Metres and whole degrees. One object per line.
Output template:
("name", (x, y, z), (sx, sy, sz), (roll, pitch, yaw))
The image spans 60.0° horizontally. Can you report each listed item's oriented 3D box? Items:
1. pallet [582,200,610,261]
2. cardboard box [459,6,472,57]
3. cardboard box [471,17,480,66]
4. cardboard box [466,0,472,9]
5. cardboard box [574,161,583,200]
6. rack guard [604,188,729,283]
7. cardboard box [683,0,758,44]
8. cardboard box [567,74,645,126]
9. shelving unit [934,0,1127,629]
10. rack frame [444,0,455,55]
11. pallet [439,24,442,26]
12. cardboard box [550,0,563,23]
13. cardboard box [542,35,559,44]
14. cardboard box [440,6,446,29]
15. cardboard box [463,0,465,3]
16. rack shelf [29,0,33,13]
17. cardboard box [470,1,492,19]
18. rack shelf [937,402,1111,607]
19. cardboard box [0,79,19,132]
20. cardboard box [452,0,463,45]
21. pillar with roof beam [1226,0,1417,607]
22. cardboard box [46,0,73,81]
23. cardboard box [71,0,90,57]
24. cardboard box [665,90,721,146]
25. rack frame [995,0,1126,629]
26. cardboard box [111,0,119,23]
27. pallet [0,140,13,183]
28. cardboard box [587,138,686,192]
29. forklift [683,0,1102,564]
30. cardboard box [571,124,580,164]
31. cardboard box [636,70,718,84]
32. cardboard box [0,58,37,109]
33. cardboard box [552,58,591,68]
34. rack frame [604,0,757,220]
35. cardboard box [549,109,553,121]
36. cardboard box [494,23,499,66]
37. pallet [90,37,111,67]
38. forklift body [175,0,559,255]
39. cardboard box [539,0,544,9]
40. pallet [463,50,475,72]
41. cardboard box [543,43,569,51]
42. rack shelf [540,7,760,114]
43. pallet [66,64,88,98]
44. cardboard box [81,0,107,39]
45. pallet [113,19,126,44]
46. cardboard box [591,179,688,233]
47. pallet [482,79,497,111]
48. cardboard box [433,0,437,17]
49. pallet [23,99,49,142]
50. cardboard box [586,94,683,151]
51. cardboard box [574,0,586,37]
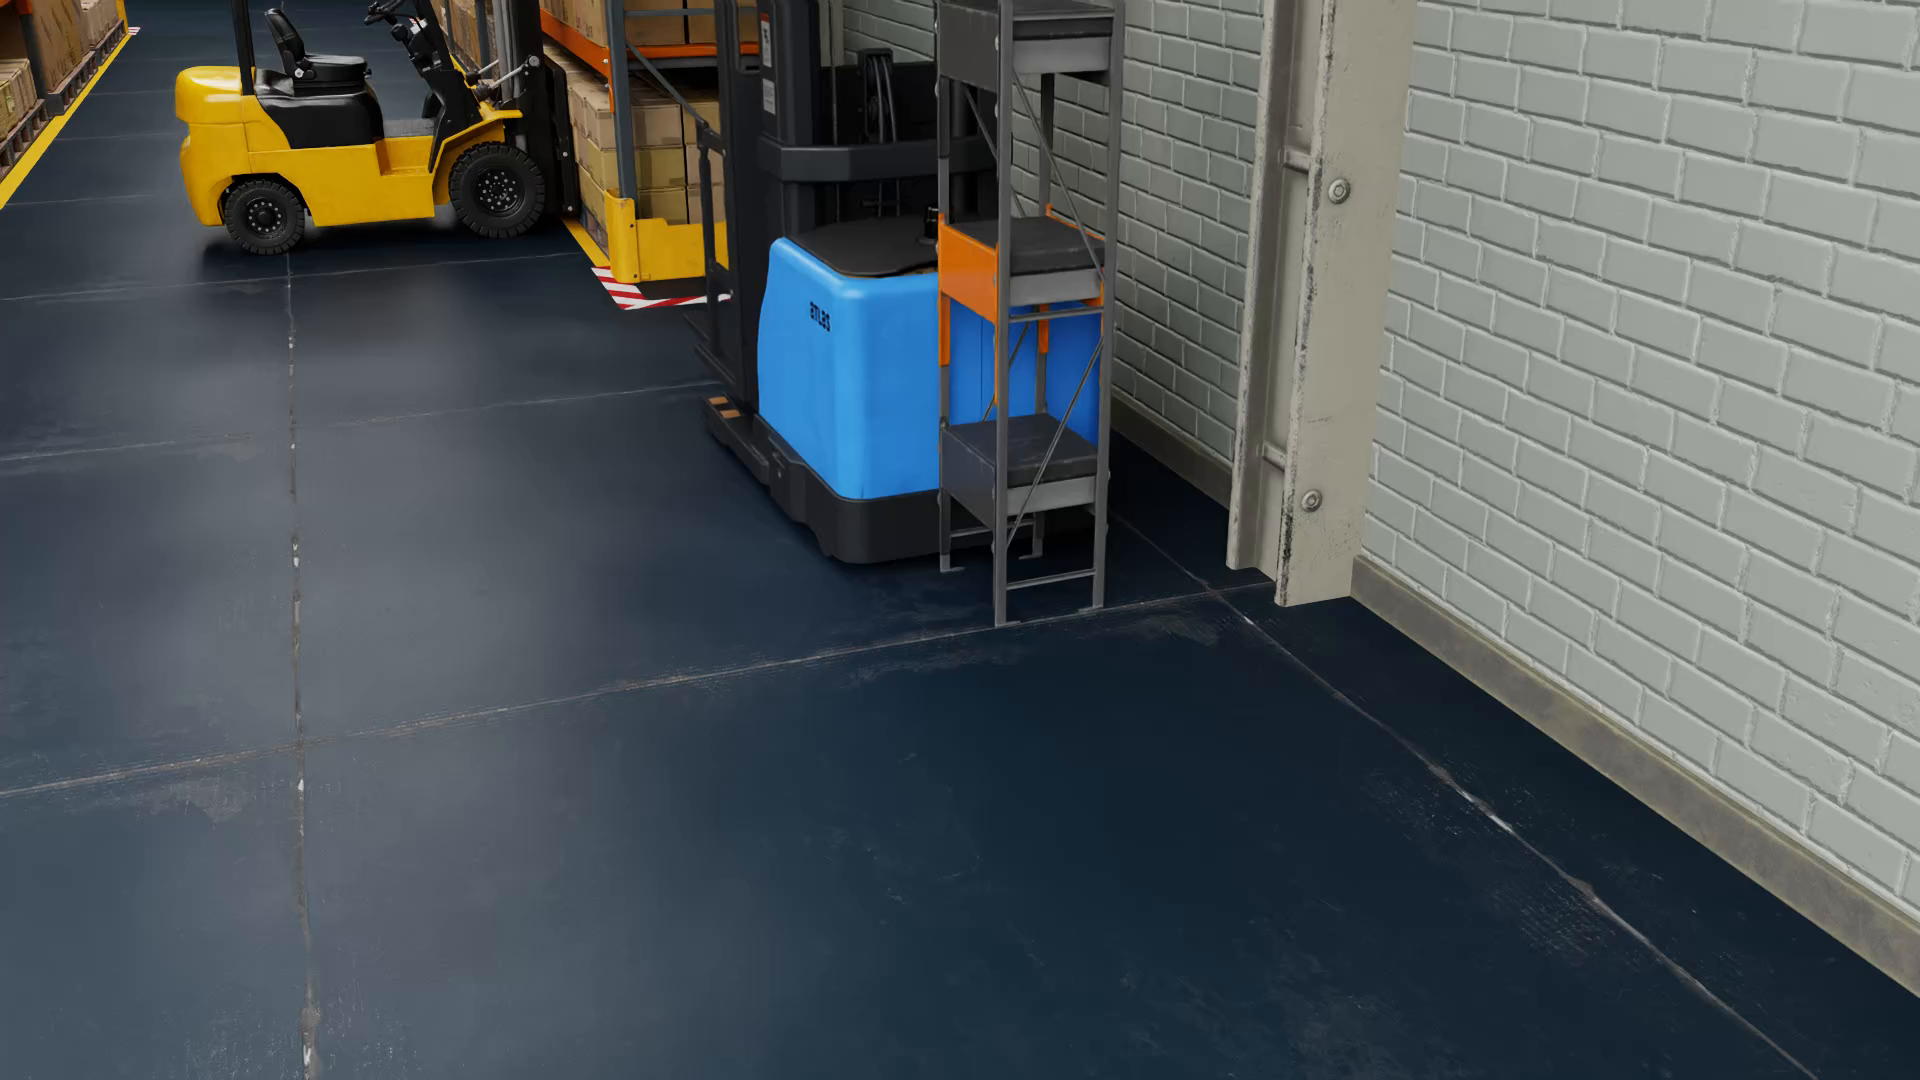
("pallet", (-1.848, -2.035, 10.807), (1.003, 0.211, 1.213), (-8, 24, -19))
("cardboard box", (-5.271, -5.680, 18.542), (0.500, 0.500, 0.500), (-9, 25, -21))
("cardboard box", (-4.883, -5.304, 17.650), (0.500, 0.500, 0.500), (-9, 24, -20))
("cardboard box", (-5.219, -5.926, 18.290), (0.380, 0.149, 0.250), (-10, 25, -22))
("cardboard box", (-2.336, -2.467, 11.241), (0.500, 0.250, 0.500), (-8, 24, -18))
("rack guard", (-1.531, -1.888, 10.085), (1.175, 0.500, 0.348), (-8, 24, -19))
("cardboard box", (-1.454, -3.312, 10.118), (0.500, 0.500, 0.500), (-8, 24, -17))
("cardboard box", (-2.367, -2.927, 11.044), (0.500, 0.250, 0.500), (-8, 24, -18))
("shelving unit", (0.209, -0.790, 5.422), (0.431, 2.100, 0.503), (-9, 25, -21))
("rack frame", (-5.778, -7.408, 19.965), (1.000, 3.000, 0.127), (-8, 24, -19))
("pallet", (-6.455, -6.817, 22.152), (1.003, 0.211, 1.213), (-8, 24, -19))
("cardboard box", (-2.502, -3.794, 11.261), (0.500, 0.500, 0.500), (-8, 24, -19))
("cardboard box", (-3.414, -4.072, 14.566), (0.875, 0.625, 0.625), (-9, 24, -20))
("cardboard box", (-6.376, -6.634, 21.107), (0.396, 0.266, 0.258), (-7, 24, -17))
("cardboard box", (-5.466, -6.207, 18.956), (0.380, 0.149, 0.250), (-8, 24, -19))
("rack shelf", (-9.714, -5.668, 16.761), (1.077, 0.370, 4.000), (-8, 24, -19))
("cardboard box", (-4.902, -5.535, 17.363), (0.380, 0.149, 0.250), (-10, 25, -22))
("rack shelf", (0.209, -0.133, 5.699), (0.431, 0.518, 0.480), (-9, 25, -21))
("cardboard box", (-8.287, -3.505, 13.547), (0.950, 0.372, 0.625), (-8, 24, -17))
("cardboard box", (-5.621, -6.051, 19.423), (0.500, 0.500, 0.500), (-9, 24, -20))
("pillar with roof beam", (-2.850, -3.419, 2.775), (9.100, 9.000, 0.400), (-8, 24, -19))
("cardboard box", (-9.485, -5.074, 16.621), (0.875, 0.875, 0.875), (-8, 24, -18))
("cardboard box", (-10.127, -5.726, 18.169), (0.875, 0.875, 0.875), (-8, 24, -17))
("cardboard box", (-1.532, -2.636, 10.354), (0.500, 0.250, 0.500), (-9, 24, -20))
("rack frame", (0.303, -0.703, 5.214), (0.400, 2.100, 0.015), (-9, 25, -21))
("cardboard box", (-11.507, -6.966, 21.674), (0.875, 0.438, 0.875), (-9, 25, -21))
("pallet", (-7.871, -2.817, 12.662), (1.003, 0.211, 1.213), (-8, 24, -19))
("cardboard box", (-2.004, -2.339, 10.293), (0.500, 0.250, 0.500), (-9, 24, -20))
("forklift", (-0.504, -1.807, 6.763), (1.130, 2.935, 3.031), (-9, 25, -21))
("cardboard box", (-2.373, -2.707, 11.167), (0.500, 0.250, 0.500), (-9, 24, -20))
("cardboard box", (-1.878, -3.000, 11.218), (0.500, 0.250, 0.500), (-9, 24, -19))
("cardboard box", (-8.817, -4.049, 14.836), (0.950, 0.372, 0.625), (-10, 25, -23))
("cardboard box", (-2.717, -3.304, 11.938), (0.500, 0.250, 0.500), (-7, 24, -17))
("rack frame", (-1.539, -3.048, 9.620), (1.000, 3.000, 0.127), (-8, 24, -19))
("cardboard box", (-2.724, -3.073, 12.036), (0.500, 0.250, 0.500), (-9, 24, -19))
("cardboard box", (-3.920, -4.589, 15.793), (0.875, 0.625, 0.625), (-8, 24, -17))
("pallet", (-10.616, -5.728, 19.568), (1.003, 0.211, 1.213), (-8, 24, -19))
("forklift body", (-3.916, -3.096, 10.826), (2.313, 2.155, 1.214), (-8, 24, -19))
("cardboard box", (-2.840, -4.164, 12.138), (0.500, 0.500, 0.500), (-8, 24, -18))
("pallet", (-5.021, -5.389, 18.764), (1.003, 0.211, 1.213), (-8, 24, -19))
("cardboard box", (-3.075, -3.670, 12.807), (0.500, 0.250, 0.500), (-9, 24, -20))
("rack shelf", (-2.246, -3.443, 11.484), (1.077, 0.370, 4.000), (-8, 24, -19))
("pallet", (-9.643, -4.727, 17.193), (1.003, 0.211, 1.213), (-8, 24, -19))
("cardboard box", (-10.859, -6.307, 20.110), (0.875, 0.438, 0.875), (-9, 25, -21))
("pallet", (-11.478, -6.615, 21.672), (1.003, 0.211, 1.213), (-8, 24, -19))
("cardboard box", (-2.001, -2.102, 10.375), (0.500, 0.250, 0.500), (-8, 24, -19))
("pallet", (-4.111, -4.366, 16.336), (1.003, 0.211, 1.213), (-8, 24, -19))
("cardboard box", (-6.705, -7.146, 22.021), (0.500, 0.500, 0.500), (-8, 24, -18))
("pallet", (-8.733, -3.703, 14.765), (1.003, 0.211, 1.213), (-8, 24, -19))
("cardboard box", (-1.994, -2.560, 10.174), (0.500, 0.250, 0.500), (-8, 24, -17))
("cardboard box", (-2.133, -3.427, 10.390), (0.500, 0.500, 0.500), (-8, 24, -17))
